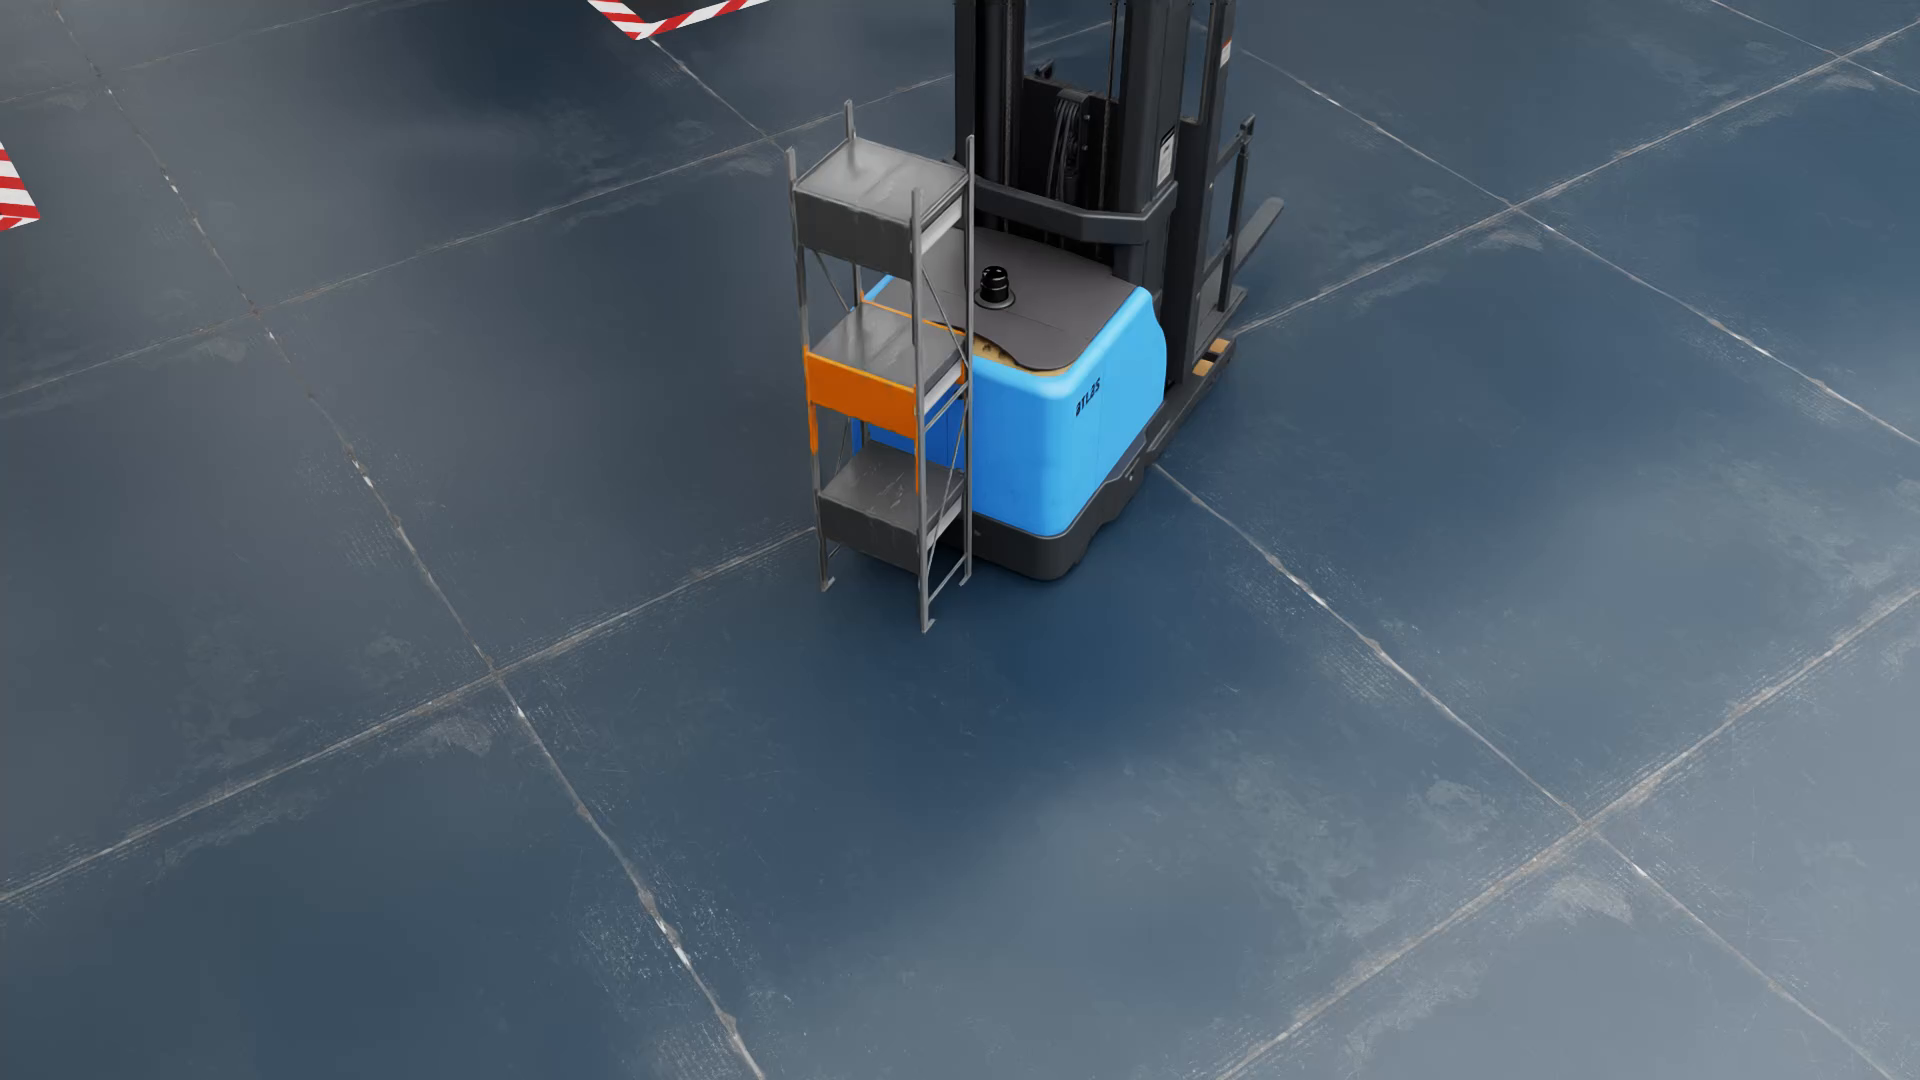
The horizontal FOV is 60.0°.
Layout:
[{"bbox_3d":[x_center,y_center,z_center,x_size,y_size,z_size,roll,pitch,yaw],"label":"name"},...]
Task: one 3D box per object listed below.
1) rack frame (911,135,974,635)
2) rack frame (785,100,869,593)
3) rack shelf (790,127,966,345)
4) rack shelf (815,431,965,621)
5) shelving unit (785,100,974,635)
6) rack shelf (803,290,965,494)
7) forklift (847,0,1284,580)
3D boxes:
[{"bbox_3d":[-0.055,-0.493,6.237,0.015,2.100,0.400,21,48,21],"label":"rack frame"},{"bbox_3d":[-0.481,-0.658,6.409,0.015,2.100,0.400,21,48,21],"label":"rack frame"},{"bbox_3d":[-0.268,-1.072,5.849,0.480,0.518,0.431,21,48,21],"label":"rack shelf"},{"bbox_3d":[-0.268,-0.059,6.816,0.480,0.518,0.431,21,48,21],"label":"rack shelf"},{"bbox_3d":[-0.268,-0.575,6.323,0.503,2.100,0.431,21,48,21],"label":"shelving unit"},{"bbox_3d":[-0.268,-0.565,6.332,0.480,0.518,0.431,21,48,21],"label":"rack shelf"},{"bbox_3d":[0.684,-1.901,7.110,1.130,2.935,3.031,21,48,21],"label":"forklift"}]
